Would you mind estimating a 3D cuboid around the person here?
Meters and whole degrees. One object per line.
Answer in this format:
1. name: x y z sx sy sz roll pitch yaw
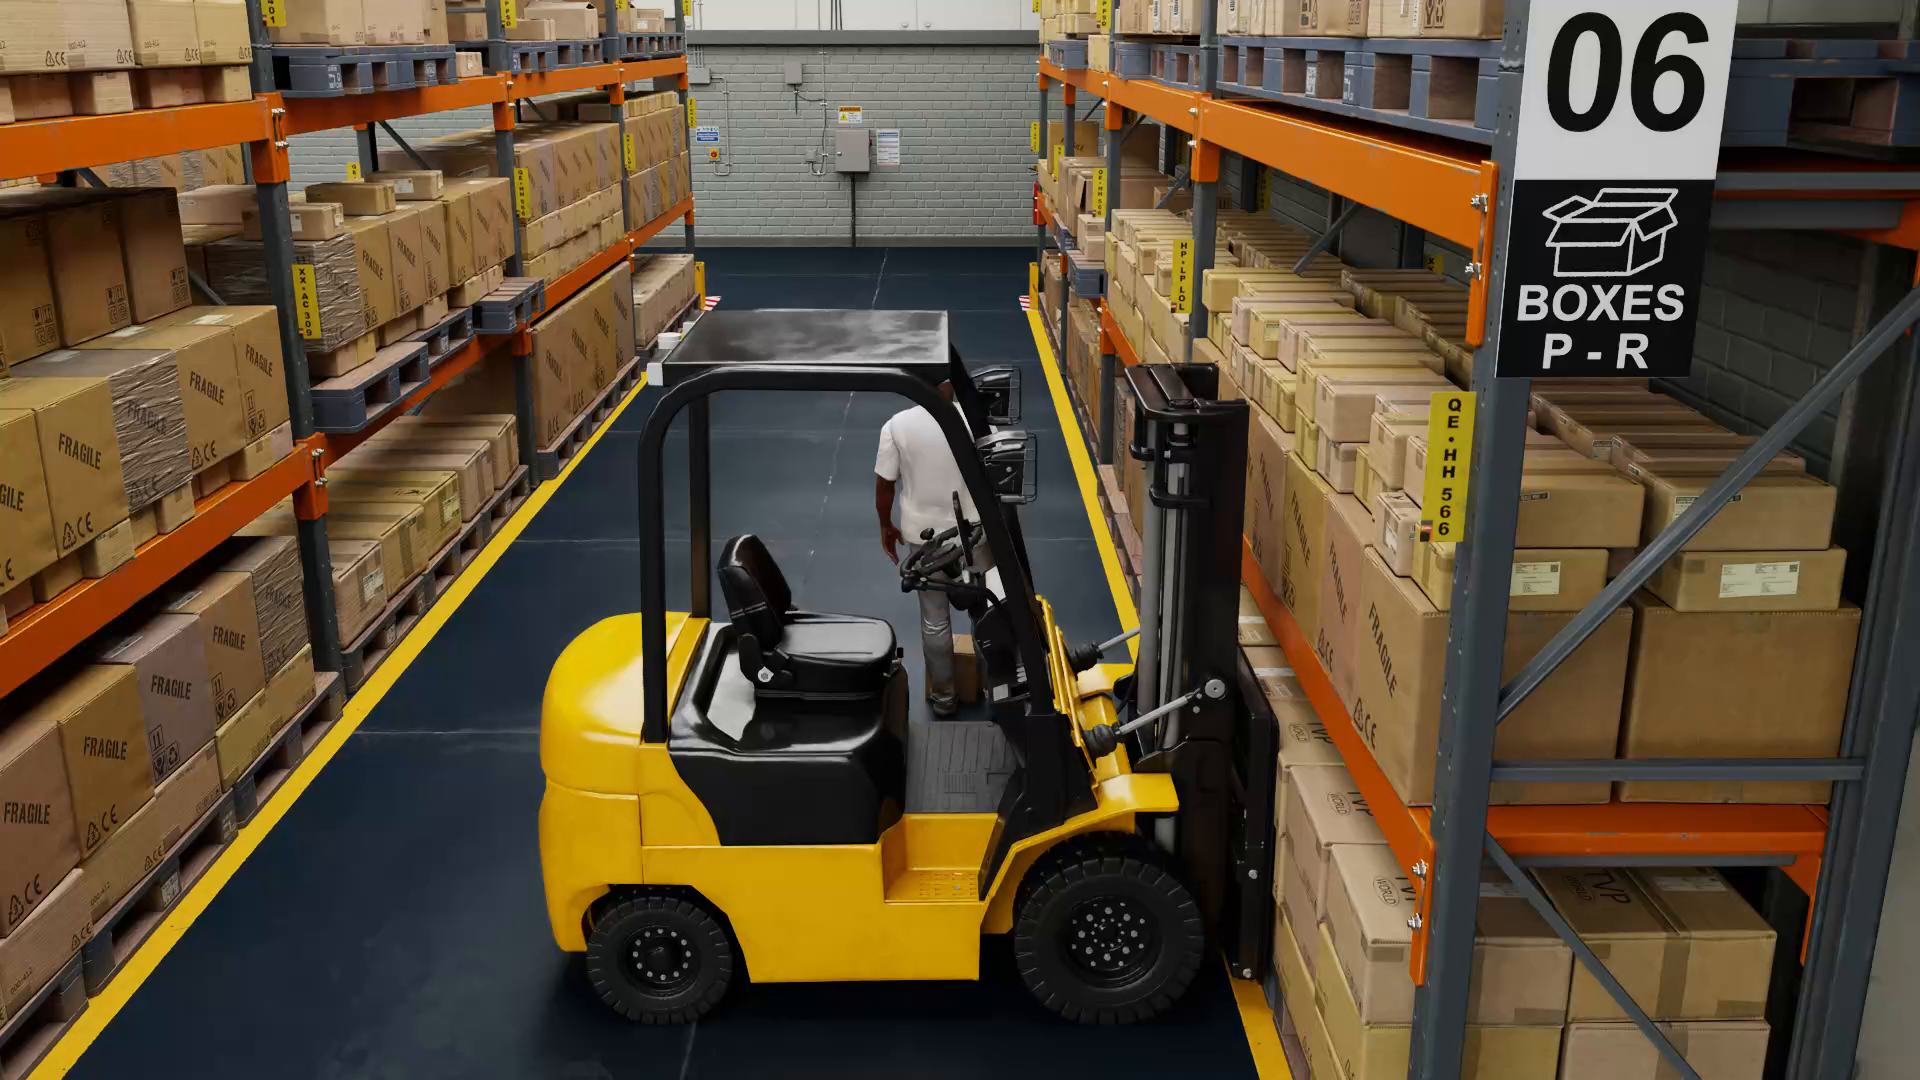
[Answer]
1. person: -0.036 -0.052 7.654 0.665 1.762 0.575 4 17 12
